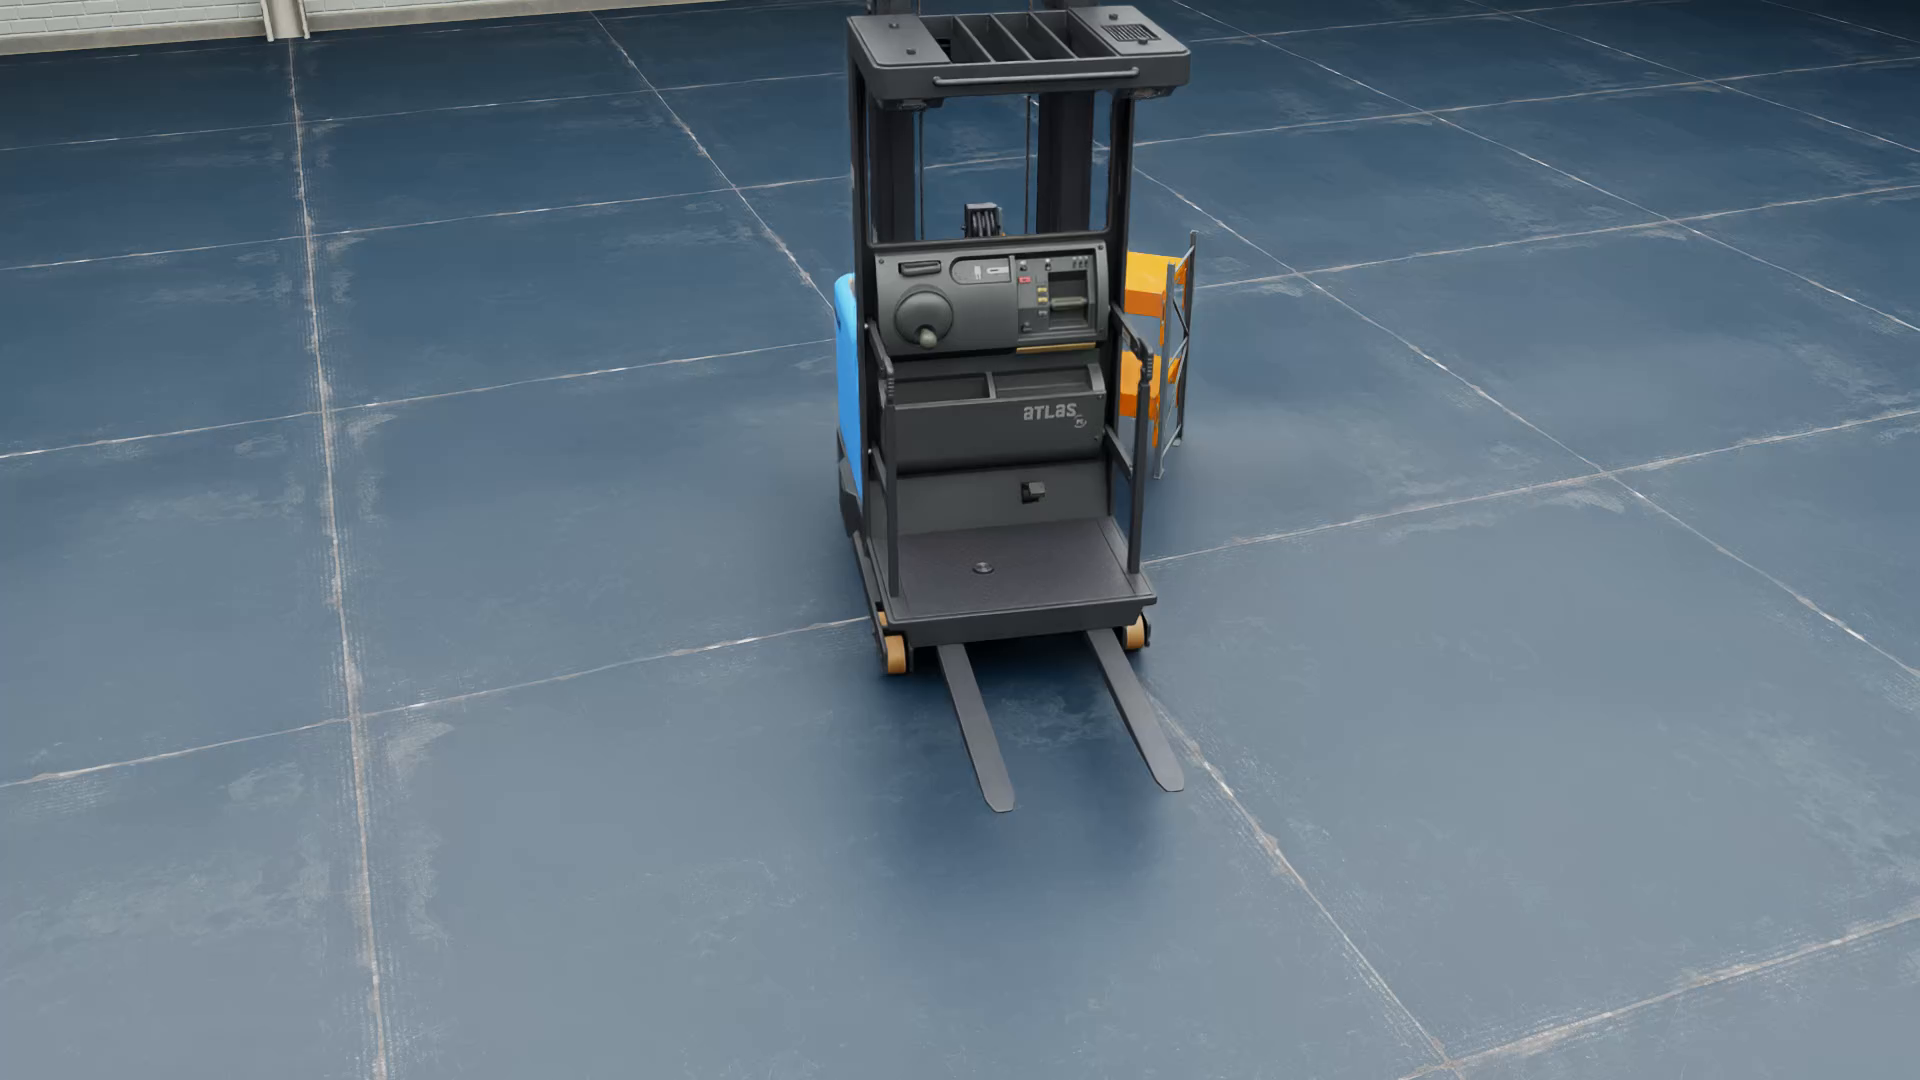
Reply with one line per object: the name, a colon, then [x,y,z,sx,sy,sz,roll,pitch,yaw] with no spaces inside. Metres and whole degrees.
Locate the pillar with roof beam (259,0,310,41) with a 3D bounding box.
pillar with roof beam: [-5.180,-6.928,10.819,0.400,9.000,9.100,-10,31,-18]

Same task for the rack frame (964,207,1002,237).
rack frame: [0.112,-1.085,8.518,0.032,1.125,0.500,10,31,18]

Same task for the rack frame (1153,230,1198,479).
rack frame: [1.065,-0.909,8.210,0.032,1.125,0.500,10,31,18]

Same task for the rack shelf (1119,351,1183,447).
rack shelf: [0.589,-0.785,8.485,1.000,0.278,0.538,10,31,18]

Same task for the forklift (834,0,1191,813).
forklift: [0.172,-0.919,6.402,1.130,2.935,3.031,-5,30,-9]

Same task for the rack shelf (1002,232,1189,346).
rack shelf: [0.589,-1.252,8.219,1.000,0.278,0.538,10,31,18]

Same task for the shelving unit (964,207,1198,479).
shelving unit: [0.589,-0.997,8.364,1.048,1.125,0.538,10,31,18]
